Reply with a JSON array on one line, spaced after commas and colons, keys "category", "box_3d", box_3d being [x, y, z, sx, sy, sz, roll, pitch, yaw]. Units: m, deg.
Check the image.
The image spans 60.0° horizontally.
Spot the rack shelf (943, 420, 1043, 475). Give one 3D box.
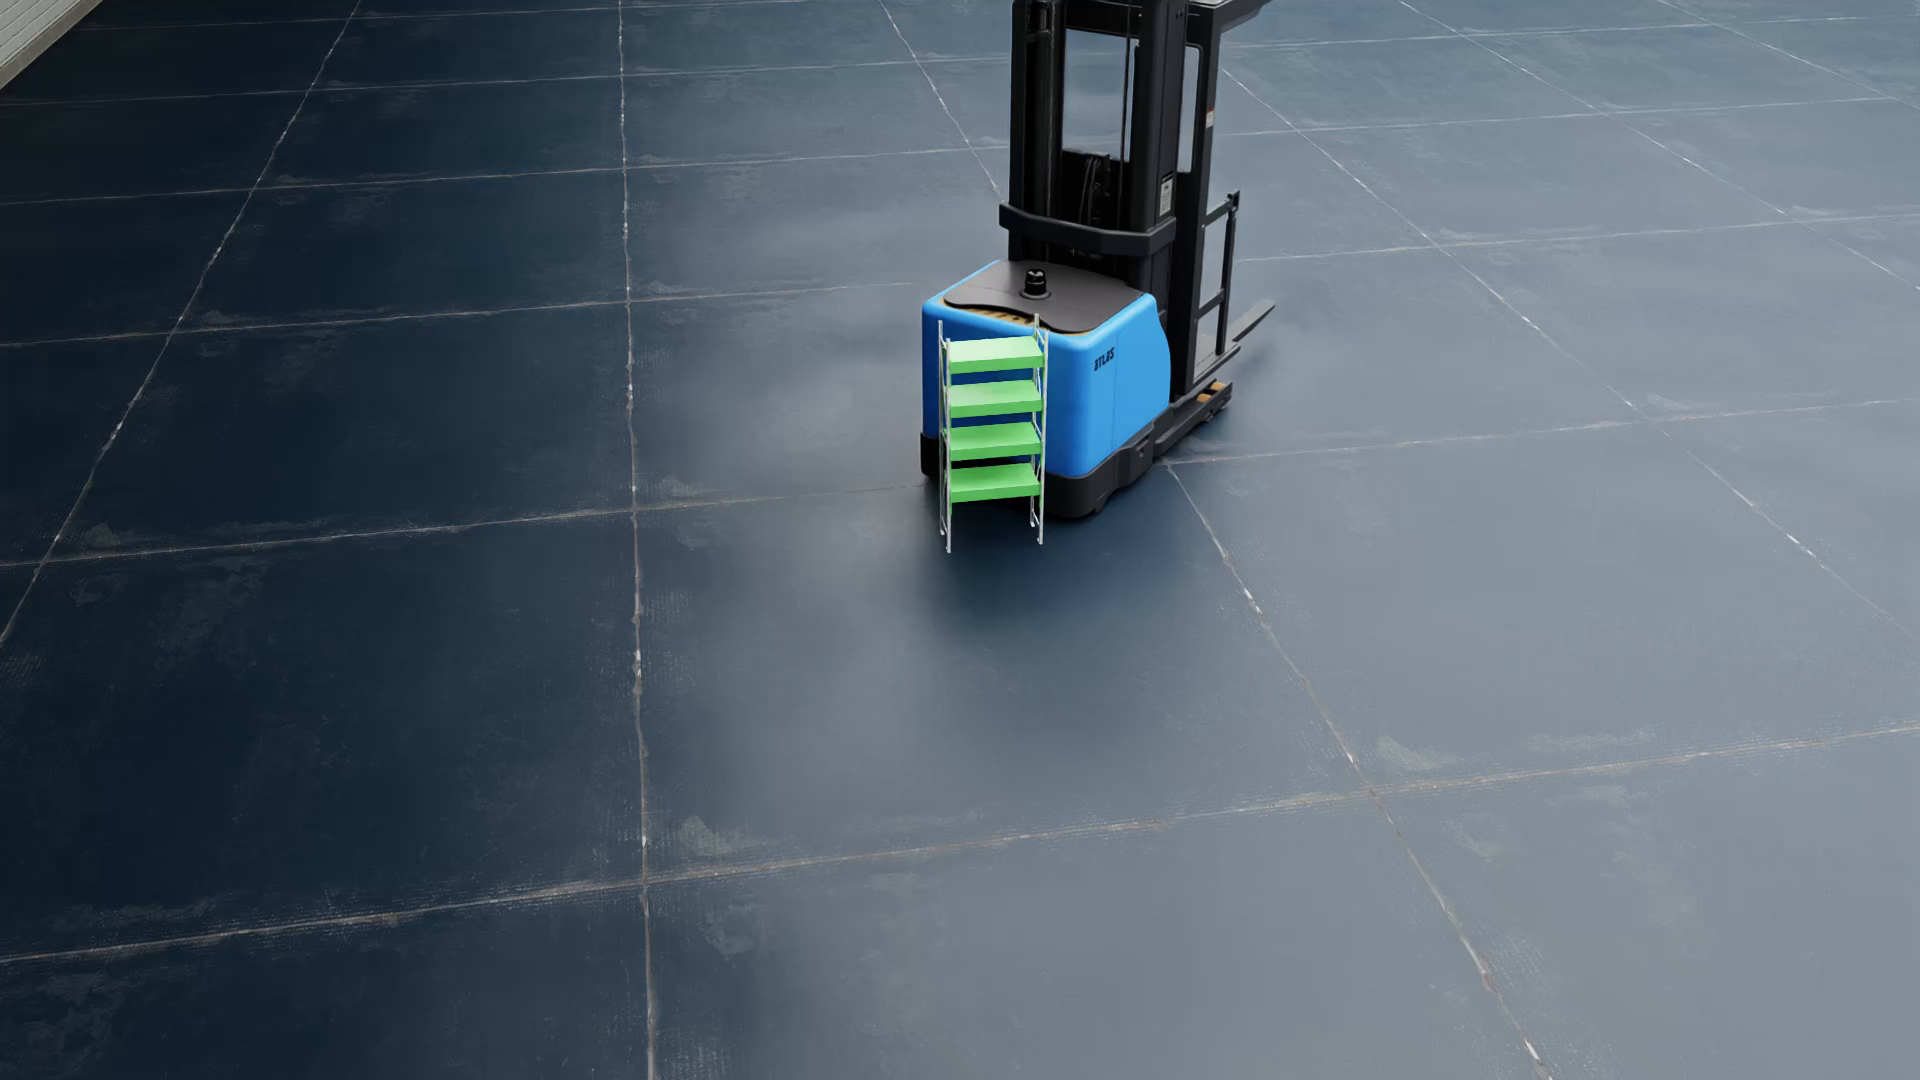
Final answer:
[{"category": "rack shelf", "box_3d": [0.162, -0.477, 8.502, 0.480, 0.148, 0.258, -5, 31, -9]}]

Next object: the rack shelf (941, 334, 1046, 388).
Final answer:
[{"category": "rack shelf", "box_3d": [0.162, -0.891, 8.260, 0.480, 0.148, 0.258, -5, 31, -9]}]

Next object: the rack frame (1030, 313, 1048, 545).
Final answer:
[{"category": "rack frame", "box_3d": [0.402, -0.554, 8.507, 0.015, 1.200, 0.240, -5, 31, -9]}]

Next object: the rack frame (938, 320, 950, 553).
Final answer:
[{"category": "rack frame", "box_3d": [-0.078, -0.510, 8.433, 0.015, 1.200, 0.240, -5, 31, -9]}]

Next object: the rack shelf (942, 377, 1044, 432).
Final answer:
[{"category": "rack shelf", "box_3d": [0.162, -0.684, 8.381, 0.480, 0.148, 0.258, -5, 31, -9]}]

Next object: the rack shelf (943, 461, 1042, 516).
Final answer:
[{"category": "rack shelf", "box_3d": [0.162, -0.270, 8.624, 0.480, 0.148, 0.258, -5, 31, -9]}]

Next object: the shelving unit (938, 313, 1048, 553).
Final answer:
[{"category": "shelving unit", "box_3d": [0.162, -0.532, 8.470, 0.503, 1.200, 0.258, -5, 31, -9]}]

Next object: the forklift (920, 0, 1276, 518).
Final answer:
[{"category": "forklift", "box_3d": [0.995, -2.087, 9.408, 1.130, 2.935, 3.031, 18, 35, 27]}]
